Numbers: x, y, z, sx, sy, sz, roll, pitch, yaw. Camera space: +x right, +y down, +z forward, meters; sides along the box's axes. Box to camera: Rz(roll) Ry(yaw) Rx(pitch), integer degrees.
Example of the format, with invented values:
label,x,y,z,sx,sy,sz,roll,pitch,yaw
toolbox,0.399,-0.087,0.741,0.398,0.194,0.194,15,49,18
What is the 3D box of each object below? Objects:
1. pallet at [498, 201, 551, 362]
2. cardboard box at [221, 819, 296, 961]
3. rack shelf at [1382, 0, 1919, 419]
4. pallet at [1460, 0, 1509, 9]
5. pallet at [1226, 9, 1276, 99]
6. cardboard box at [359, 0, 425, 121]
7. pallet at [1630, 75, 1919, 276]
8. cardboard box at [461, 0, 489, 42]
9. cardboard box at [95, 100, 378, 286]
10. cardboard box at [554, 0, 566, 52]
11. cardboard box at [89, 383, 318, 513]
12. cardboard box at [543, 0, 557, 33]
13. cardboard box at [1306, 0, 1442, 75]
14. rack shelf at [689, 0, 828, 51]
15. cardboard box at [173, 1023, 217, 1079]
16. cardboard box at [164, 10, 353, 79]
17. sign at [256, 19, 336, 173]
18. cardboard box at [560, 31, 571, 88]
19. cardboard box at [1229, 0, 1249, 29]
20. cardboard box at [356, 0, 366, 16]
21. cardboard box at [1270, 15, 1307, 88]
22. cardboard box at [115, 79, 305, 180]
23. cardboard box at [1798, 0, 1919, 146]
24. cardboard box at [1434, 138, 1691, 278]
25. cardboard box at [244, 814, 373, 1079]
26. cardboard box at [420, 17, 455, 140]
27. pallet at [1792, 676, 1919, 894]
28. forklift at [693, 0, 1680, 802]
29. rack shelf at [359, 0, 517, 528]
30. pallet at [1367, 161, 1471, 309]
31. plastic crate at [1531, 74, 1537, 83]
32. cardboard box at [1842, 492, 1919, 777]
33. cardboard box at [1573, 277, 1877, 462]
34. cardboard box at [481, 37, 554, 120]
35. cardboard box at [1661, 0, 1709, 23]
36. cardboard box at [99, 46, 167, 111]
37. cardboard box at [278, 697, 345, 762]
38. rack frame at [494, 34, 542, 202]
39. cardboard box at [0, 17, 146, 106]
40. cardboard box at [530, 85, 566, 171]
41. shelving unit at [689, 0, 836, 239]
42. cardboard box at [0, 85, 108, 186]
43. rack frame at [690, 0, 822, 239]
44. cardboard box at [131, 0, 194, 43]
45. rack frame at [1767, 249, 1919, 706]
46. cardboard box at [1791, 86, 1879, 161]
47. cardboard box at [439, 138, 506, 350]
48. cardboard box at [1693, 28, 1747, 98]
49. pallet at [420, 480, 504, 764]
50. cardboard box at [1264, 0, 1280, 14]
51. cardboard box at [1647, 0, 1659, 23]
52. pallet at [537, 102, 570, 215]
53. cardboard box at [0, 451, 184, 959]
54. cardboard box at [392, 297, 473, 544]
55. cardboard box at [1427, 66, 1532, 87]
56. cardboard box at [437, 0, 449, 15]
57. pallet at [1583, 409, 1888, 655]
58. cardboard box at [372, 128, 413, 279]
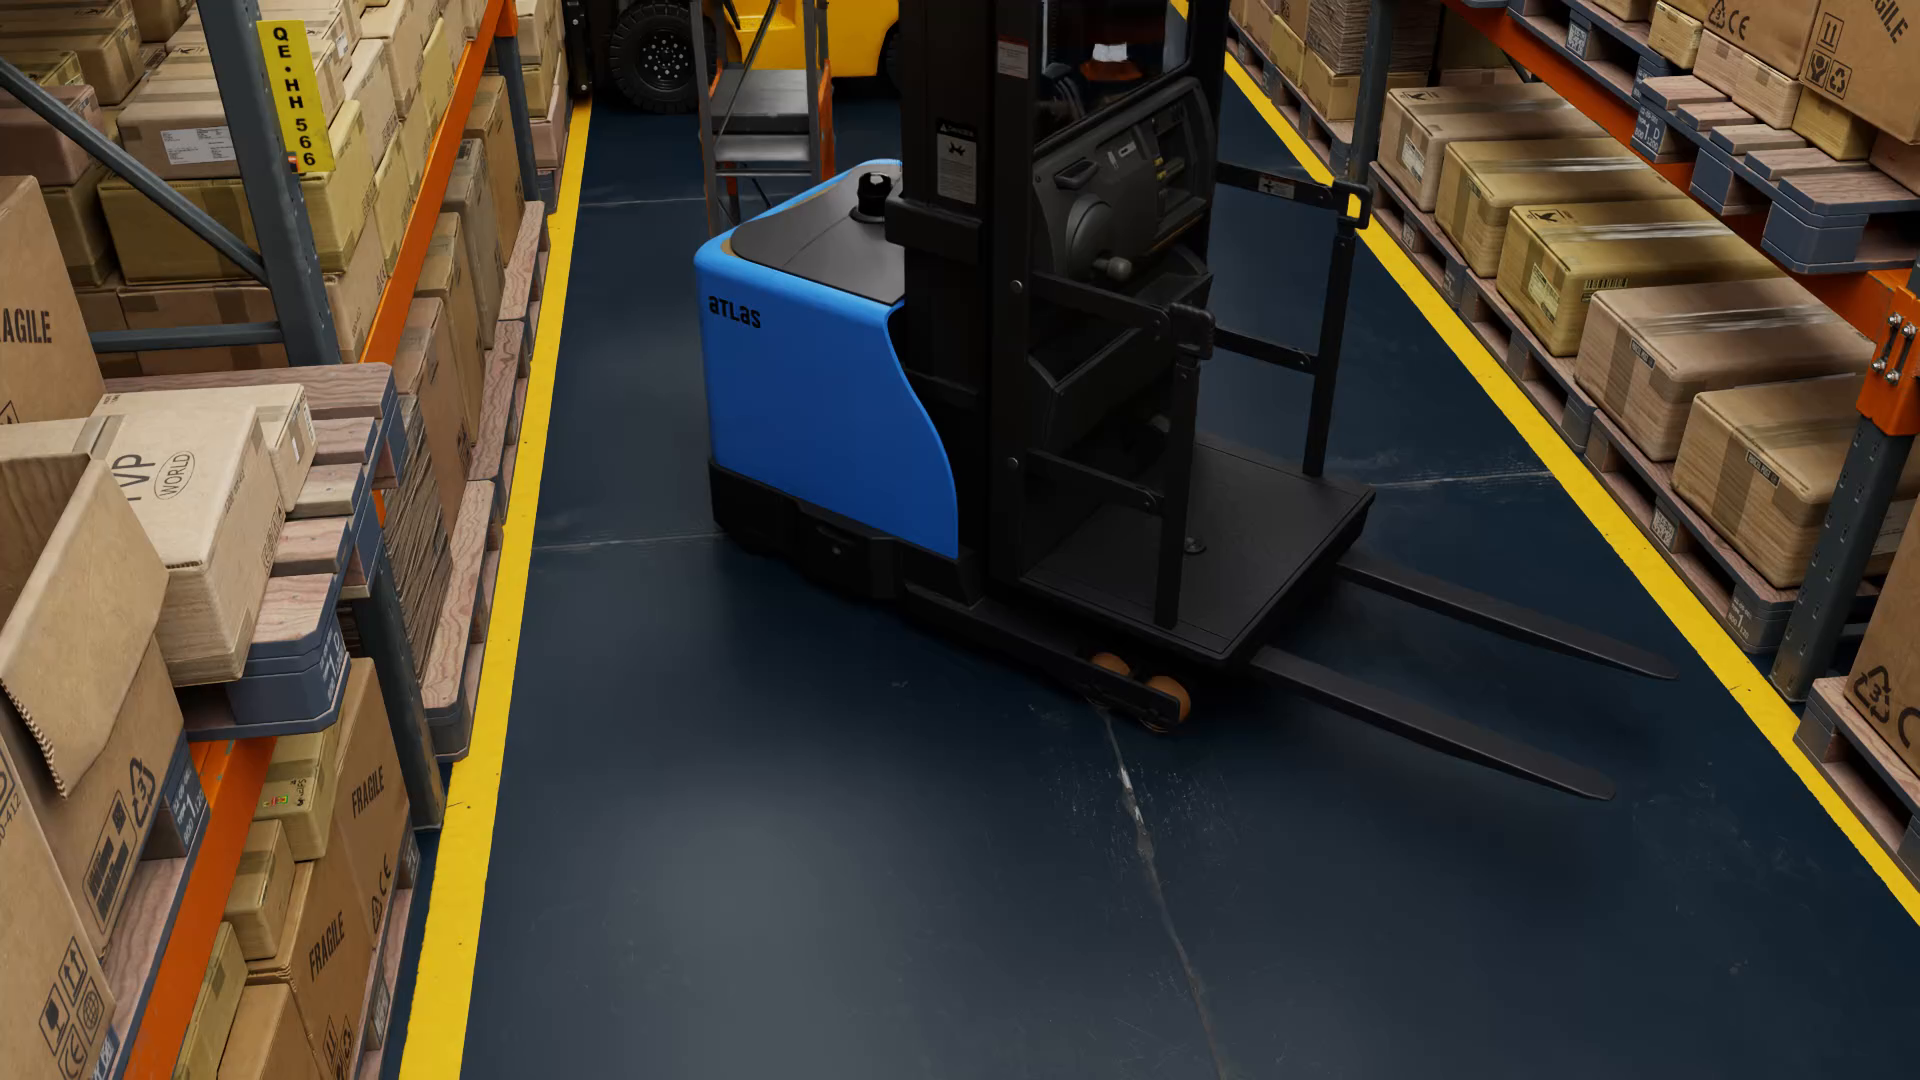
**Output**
label,x,y,z,sx,sy,sz,roll,pitch,yaw
pallet,-2.330,-1.107,7.186,1.003,0.211,1.213,-4,35,-6
cardboard box,-1.554,0.713,3.311,0.380,0.149,0.250,-5,35,-8
rack shelf,2.719,-1.632,6.120,1.077,0.370,4.000,-4,35,-6
pallet,2.409,-2.528,6.967,1.003,0.211,1.213,-4,35,-6
pallet,2.157,-2.947,9.887,1.003,0.211,1.213,-4,35,-6
cardboard box,-1.866,-1.419,4.857,0.500,0.250,0.500,-5,35,-8
pallet,2.786,-1.123,4.905,1.213,0.211,1.003,-4,35,-6
cardboard box,-2.068,-2.064,6.248,0.500,0.250,0.500,-5,35,-7
cardboard box,-1.723,-0.848,4.019,0.500,0.250,0.500,-4,35,-6
cardboard box,-2.353,-2.767,8.771,0.500,0.250,0.500,-5,35,-7
cardboard box,-1.462,-0.167,3.182,0.380,0.149,0.250,-4,34,-5
cardboard box,-2.281,-2.697,8.225,0.500,0.250,0.500,-4,35,-6
cardboard box,2.104,-2.702,8.454,0.500,0.500,0.500,-5,35,-7
rack shelf,-0.675,-1.967,5.553,0.431,0.518,0.480,0,34,0
cardboard box,-1.529,1.003,2.885,0.380,0.149,0.250,-5,35,-7
cardboard box,-1.778,-1.235,4.234,0.380,0.149,0.250,-3,34,-5
sign,-1.394,-0.927,3.489,0.100,0.325,0.005,-4,35,-6
cardboard box,-2.373,-2.567,8.922,0.500,0.250,0.500,-4,34,-6
cardboard box,1.893,-3.254,9.931,0.500,0.250,0.500,-2,34,-3
cardboard box,-1.889,-1.518,4.649,0.380,0.149,0.250,-4,34,-6
cardboard box,2.022,-2.688,9.100,0.500,0.250,0.500,-5,35,-8
cardboard box,-1.681,-0.944,3.807,0.380,0.149,0.250,-3,34,-5
cardboard box,2.651,-1.383,4.390,0.500,0.500,0.500,-5,35,-8
cardboard box,2.623,-1.439,7.159,0.950,0.372,0.625,-2,34,-3
cardboard box,-1.603,0.924,3.577,0.500,0.500,0.500,-5,35,-7
cardboard box,-1.955,-1.497,5.416,0.500,0.250,0.500,-3,34,-5
pallet,3.019,0.785,4.411,1.003,0.211,1.213,-4,35,-6
forklift,0.649,-0.984,4.591,3.031,2.935,1.130,21,40,28
rack shelf,-2.199,-1.254,5.565,1.077,0.370,4.000,-4,35,-6
pallet,2.556,-1.458,7.703,1.003,0.211,1.213,-4,35,-6
plastic crate,3.051,-2.777,9.754,0.402,0.080,0.583,-16,38,-23
cardboard box,2.998,0.283,4.185,0.875,0.875,0.875,-5,35,-7
cardboard box,2.815,-0.628,5.968,0.950,0.372,0.625,-5,35,-7
cardboard box,-2.227,-2.204,7.946,0.500,0.250,0.500,-5,35,-7
cardboard box,2.502,-1.953,5.226,0.500,0.500,0.500,-7,35,-10
cardboard box,-2.336,-1.094,4.381,0.500,0.250,0.500,-4,34,-6
cardboard box,-1.613,0.413,3.751,0.380,0.149,0.250,-6,35,-9
rack frame,-2.468,-2.667,7.000,1.000,3.000,0.127,-4,35,-6
cardboard box,-2.295,-1.197,4.178,0.380,0.149,0.250,-4,35,-6
cardboard box,-2.205,-1.999,8.089,0.500,0.250,0.500,-4,34,-6
shelving unit,-0.675,-1.400,5.940,0.431,2.100,0.503,0,34,0
cardboard box,-2.175,-0.910,3.758,0.380,0.149,0.250,-3,34,-5
rack frame,-0.677,-1.263,5.738,0.400,2.100,0.015,0,34,0
cardboard box,-2.355,-1.481,4.594,0.380,0.149,0.250,-5,35,-7
rack frame,2.988,-0.813,4.279,1.000,3.000,0.127,-4,35,-6
cardboard box,2.603,-1.192,4.686,0.380,0.149,0.250,-4,34,-6
cardboard box,-2.290,-1.135,6.488,0.875,0.625,0.625,-5,35,-7
cardboard box,2.499,-1.470,5.094,0.380,0.149,0.250,-6,35,-9
pallet,-2.002,0.255,5.188,1.003,0.211,1.213,-4,35,-6
cardboard box,1.965,-3.270,9.288,0.500,0.500,0.500,-3,34,-4
cardboard box,2.539,-1.772,5.537,0.380,0.149,0.250,-4,34,-6
pallet,-2.534,-1.962,8.441,1.003,0.211,1.213,-4,35,-6
cardboard box,-1.527,0.246,2.261,0.797,0.503,0.637,-5,35,-7
cardboard box,-2.096,-0.340,5.322,0.875,0.625,0.625,-3,34,-5
cardboard box,2.638,-2.432,8.724,0.500,0.250,0.500,-6,35,-9
cardboard box,-2.009,-1.985,5.688,0.500,0.250,0.500,-4,34,-5
pallet,2.884,-0.097,5.705,1.003,0.211,1.213,-4,35,-6
cardboard box,-1.810,-0.920,4.570,0.500,0.250,0.500,-5,35,-7
